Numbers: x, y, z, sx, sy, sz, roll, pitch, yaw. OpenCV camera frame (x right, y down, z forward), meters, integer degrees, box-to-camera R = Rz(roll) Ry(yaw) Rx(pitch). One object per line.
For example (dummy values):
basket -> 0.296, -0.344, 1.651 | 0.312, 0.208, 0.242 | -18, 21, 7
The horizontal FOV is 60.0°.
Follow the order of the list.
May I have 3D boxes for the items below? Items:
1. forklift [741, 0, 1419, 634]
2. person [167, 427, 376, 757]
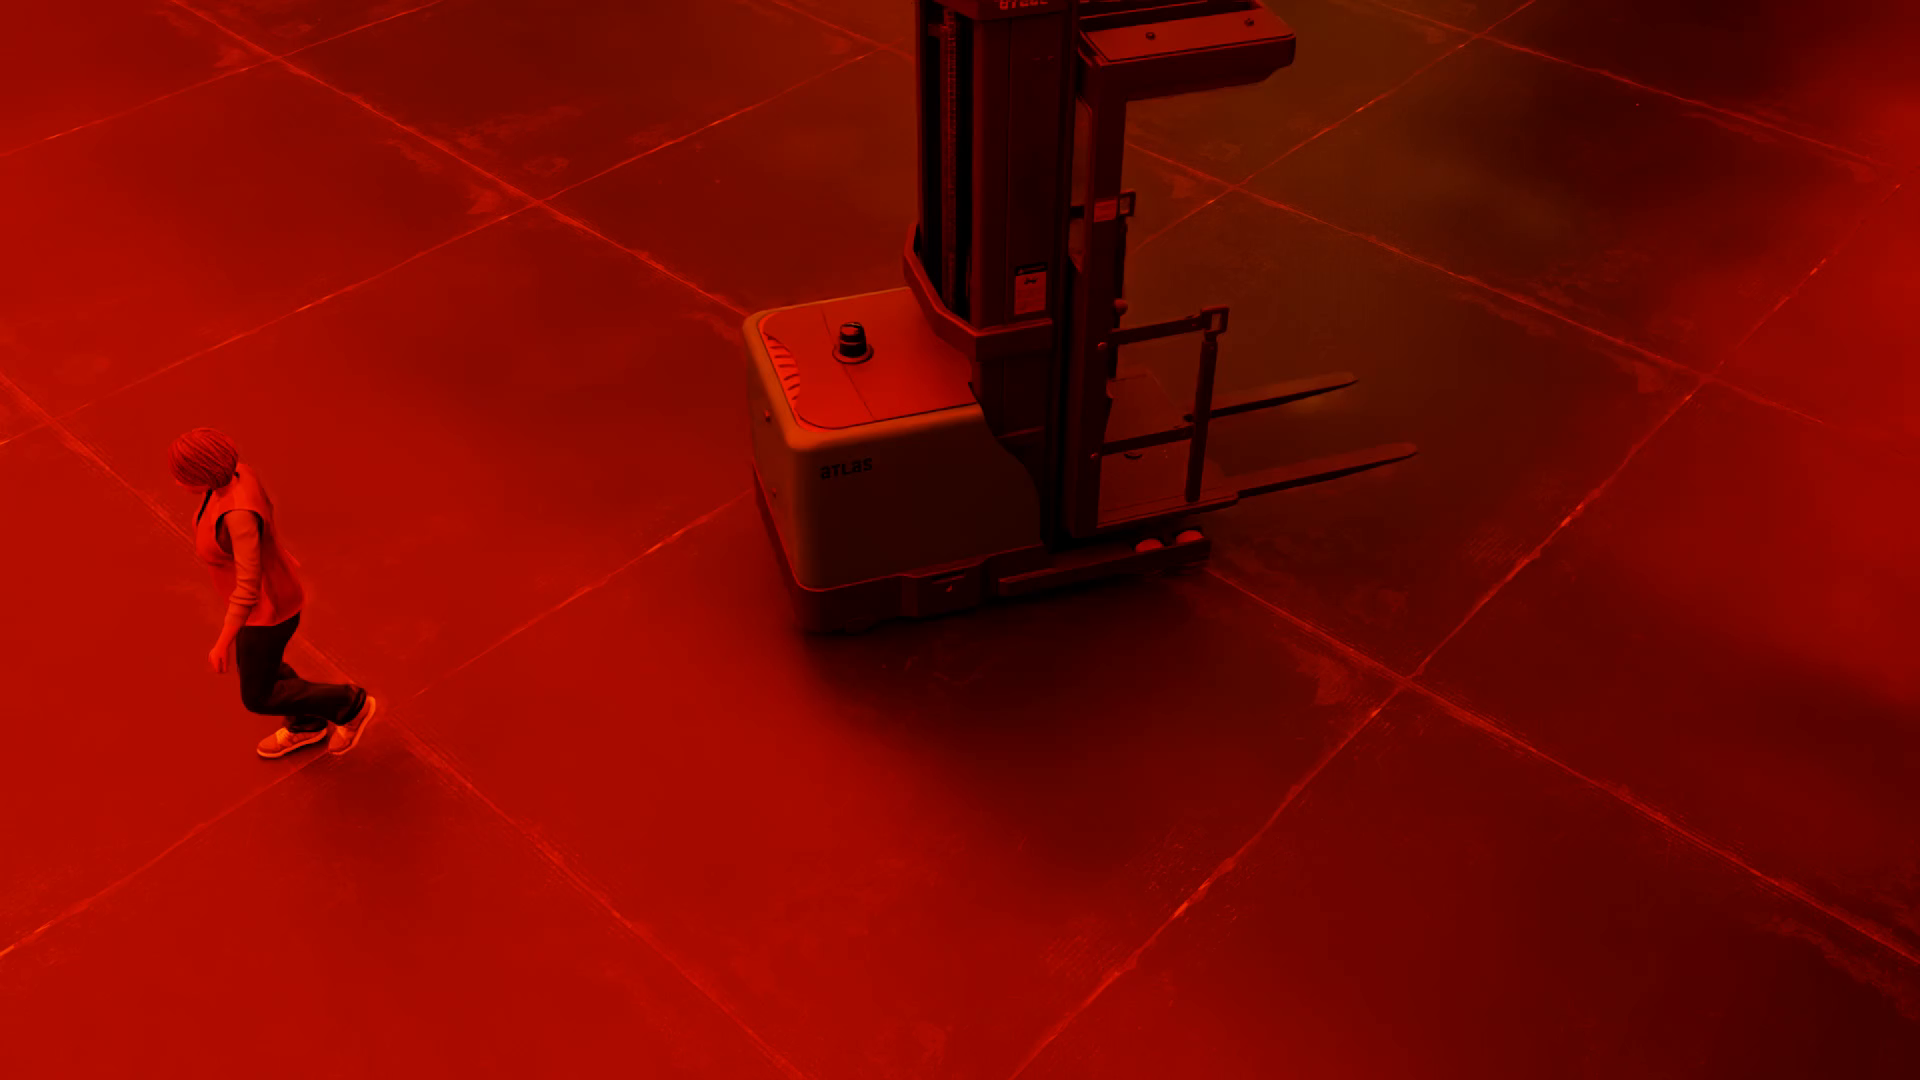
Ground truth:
forklift -> 0.619, -1.269, 6.908 | 3.031, 2.935, 1.130 | -12, 42, -13
person -> -2.583, 0.231, 6.203 | 0.494, 1.579, 0.624 | -20, 44, -22
